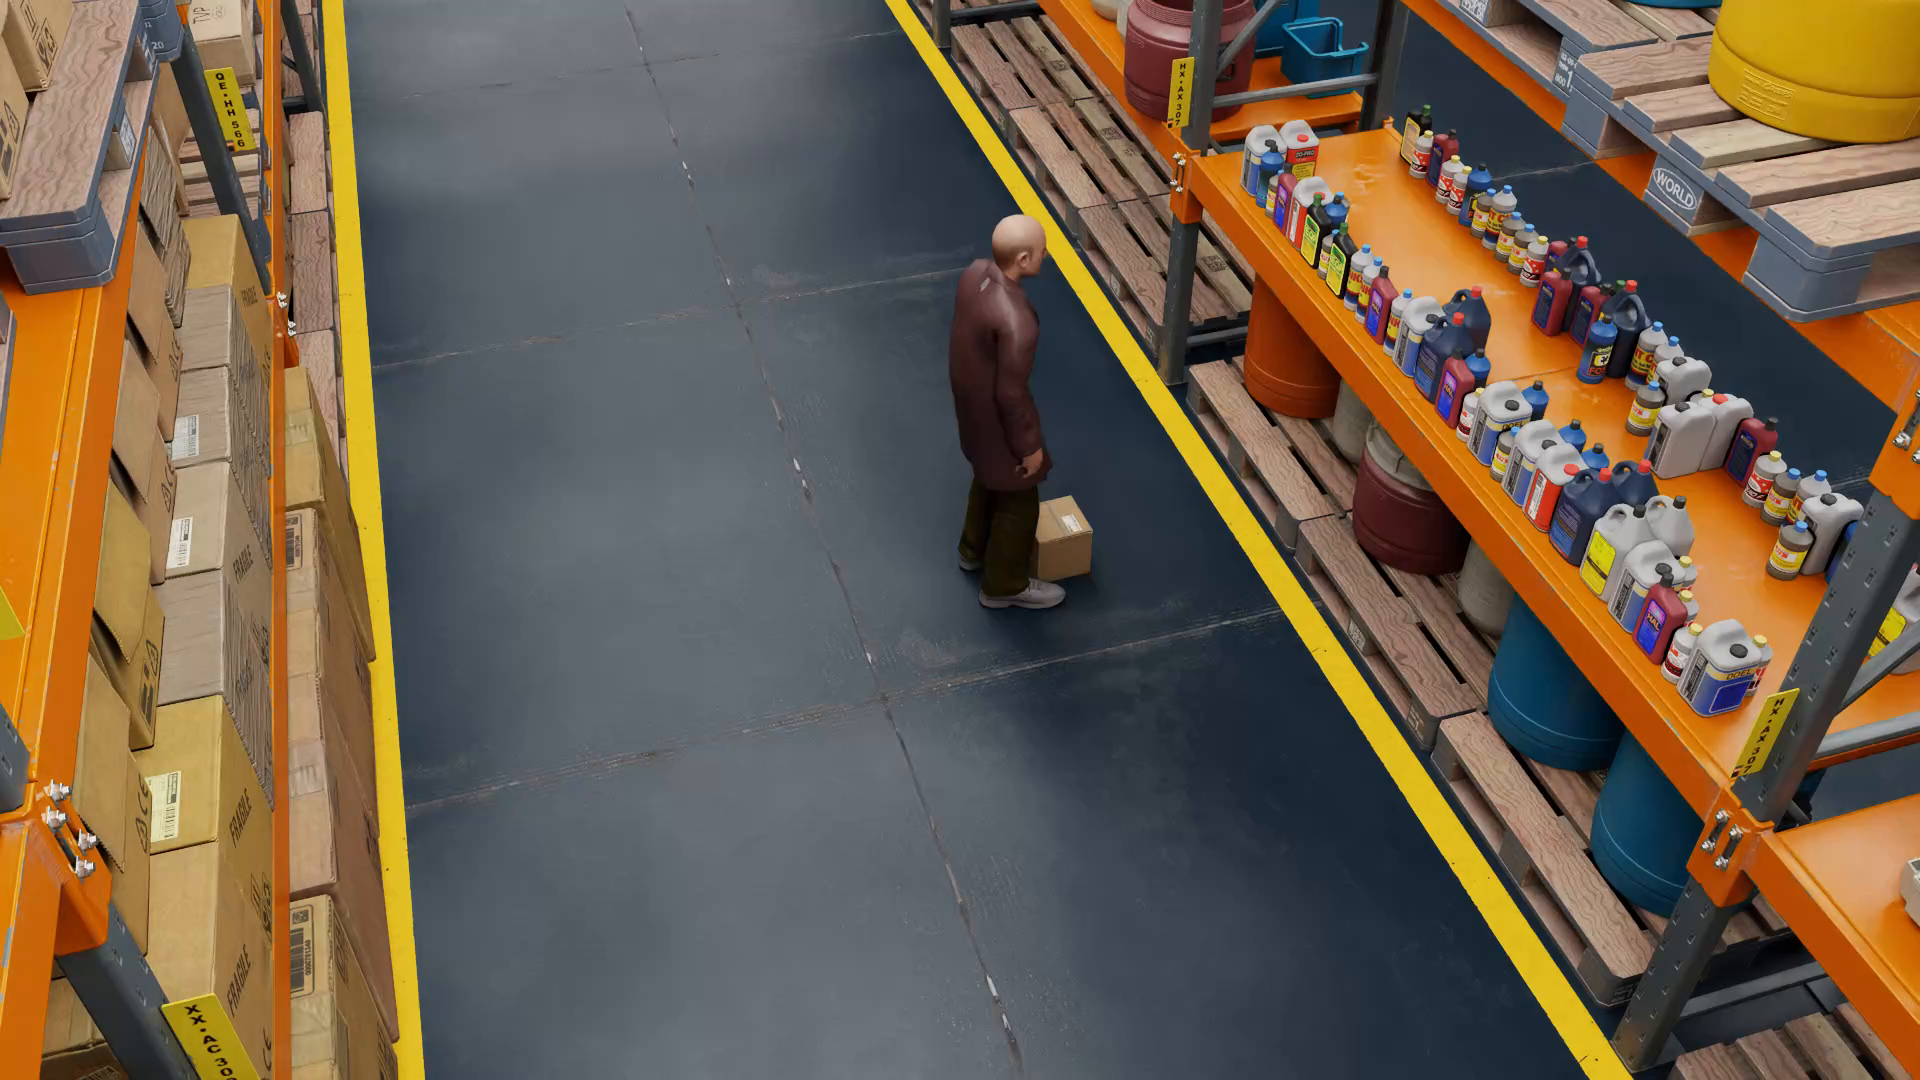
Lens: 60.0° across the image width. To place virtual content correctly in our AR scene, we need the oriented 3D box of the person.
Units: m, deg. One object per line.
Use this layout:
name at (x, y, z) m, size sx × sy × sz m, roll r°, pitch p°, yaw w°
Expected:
person at (0.180, -0.513, 6.748) m, size 0.428 × 1.773 × 0.641 m, roll -12°, pitch 43°, yaw -13°
